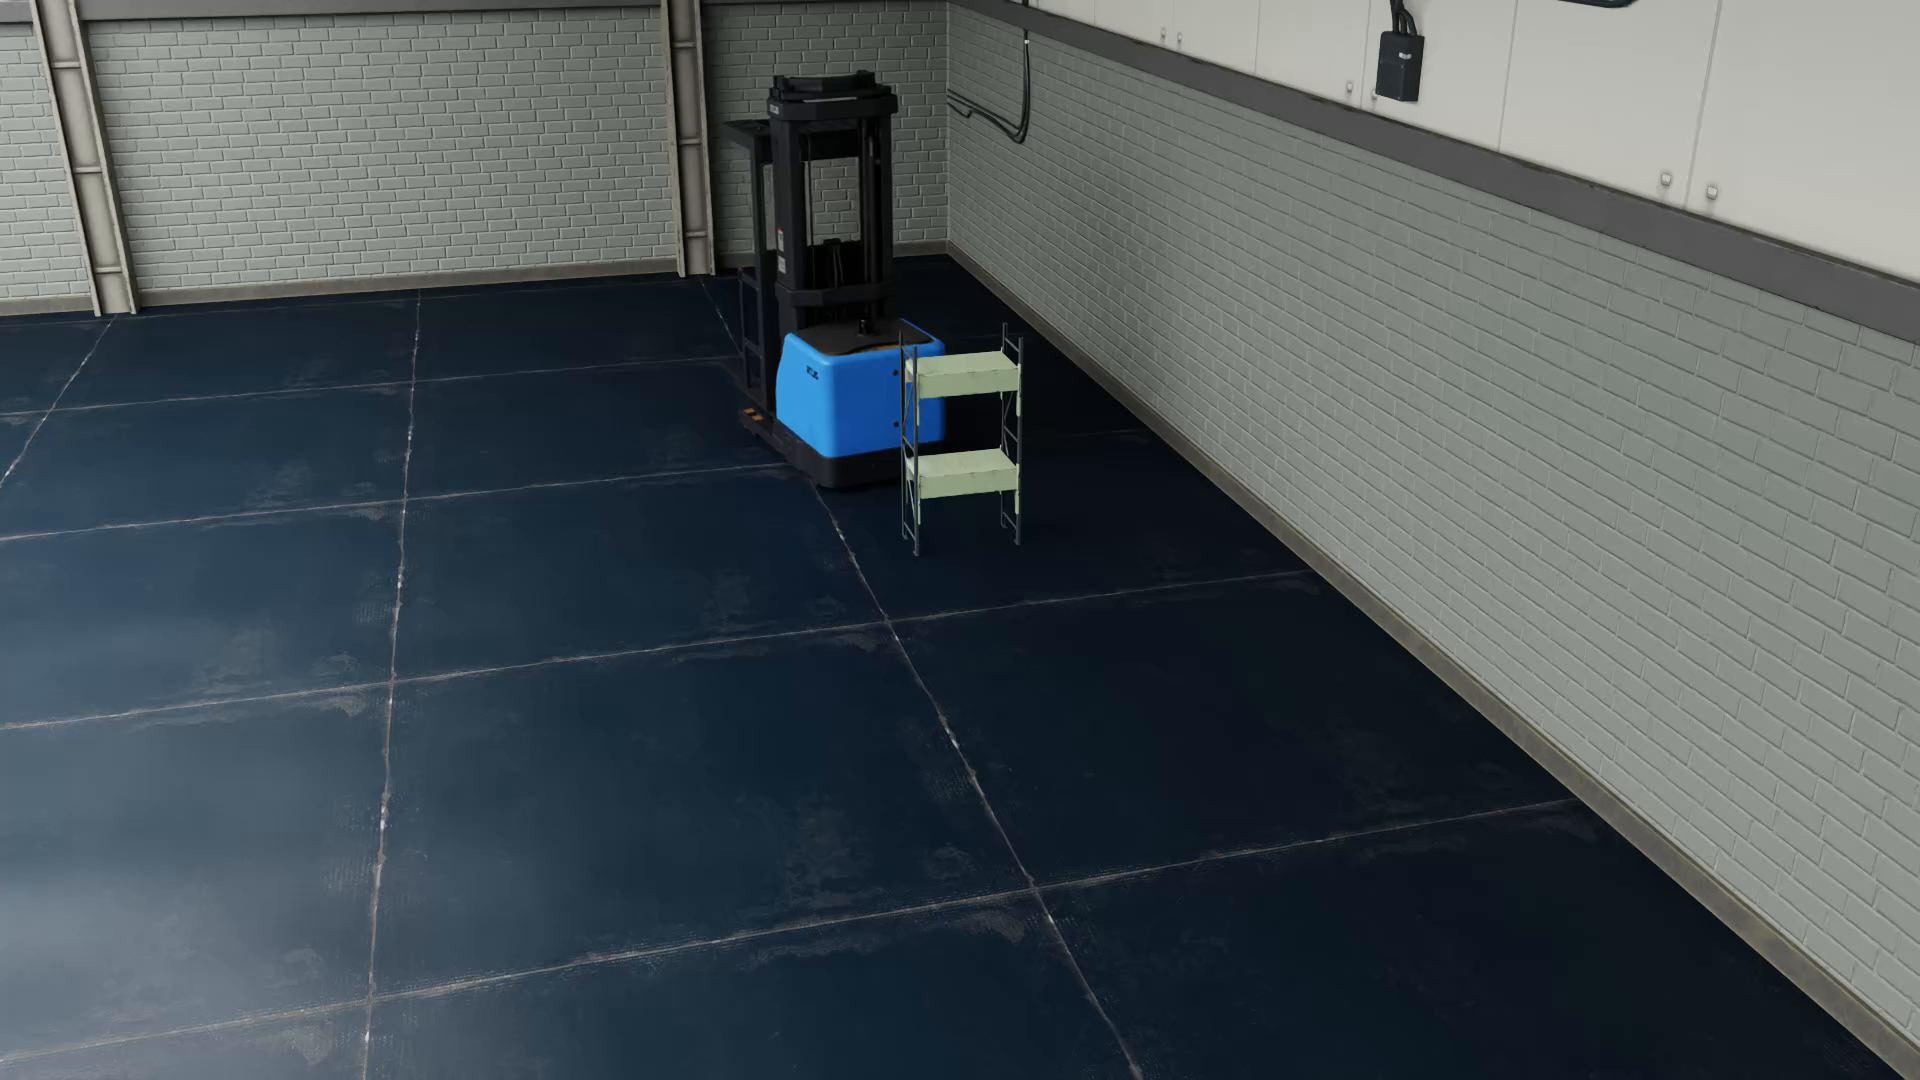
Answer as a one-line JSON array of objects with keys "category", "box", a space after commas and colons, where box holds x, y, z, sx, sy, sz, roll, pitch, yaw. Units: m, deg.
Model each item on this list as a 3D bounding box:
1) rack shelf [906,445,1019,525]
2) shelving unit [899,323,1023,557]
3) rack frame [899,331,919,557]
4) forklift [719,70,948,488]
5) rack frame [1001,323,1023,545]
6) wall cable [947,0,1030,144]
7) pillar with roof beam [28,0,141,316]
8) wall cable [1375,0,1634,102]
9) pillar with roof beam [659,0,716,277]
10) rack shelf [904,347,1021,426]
[{"category": "rack shelf", "box": [0.006, -0.390, 11.584, 0.720, 0.370, 0.431, -6, 24, -14]}, {"category": "shelving unit", "box": [0.006, -0.690, 11.456, 0.755, 1.500, 0.431, -6, 24, -14]}, {"category": "rack frame", "box": [-0.346, -0.651, 11.365, 0.023, 1.500, 0.400, -6, 24, -14]}, {"category": "forklift", "box": [-1.200, -2.281, 13.349, 1.130, 2.935, 3.031, -11, 26, -24]}, {"category": "rack frame", "box": [0.359, -0.729, 11.547, 0.023, 1.500, 0.400, -6, 24, -14]}, {"category": "wall cable", "box": [0.217, -5.541, 17.189, 0.112, 2.526, 3.097, -6, 24, -14]}, {"category": "pillar with roof beam", "box": [-7.591, -4.883, 11.717, 0.400, 9.000, 9.100, -6, 24, -14]}, {"category": "wall cable", "box": [2.766, -4.925, 7.503, 0.169, 6.003, 2.305, -6, 24, -14]}, {"category": "pillar with roof beam", "box": [-1.814, -5.522, 13.207, 0.400, 9.000, 9.100, -6, 24, -14]}, {"category": "rack shelf", "box": [0.006, -1.049, 11.302, 0.720, 0.370, 0.431, -6, 24, -14]}]
